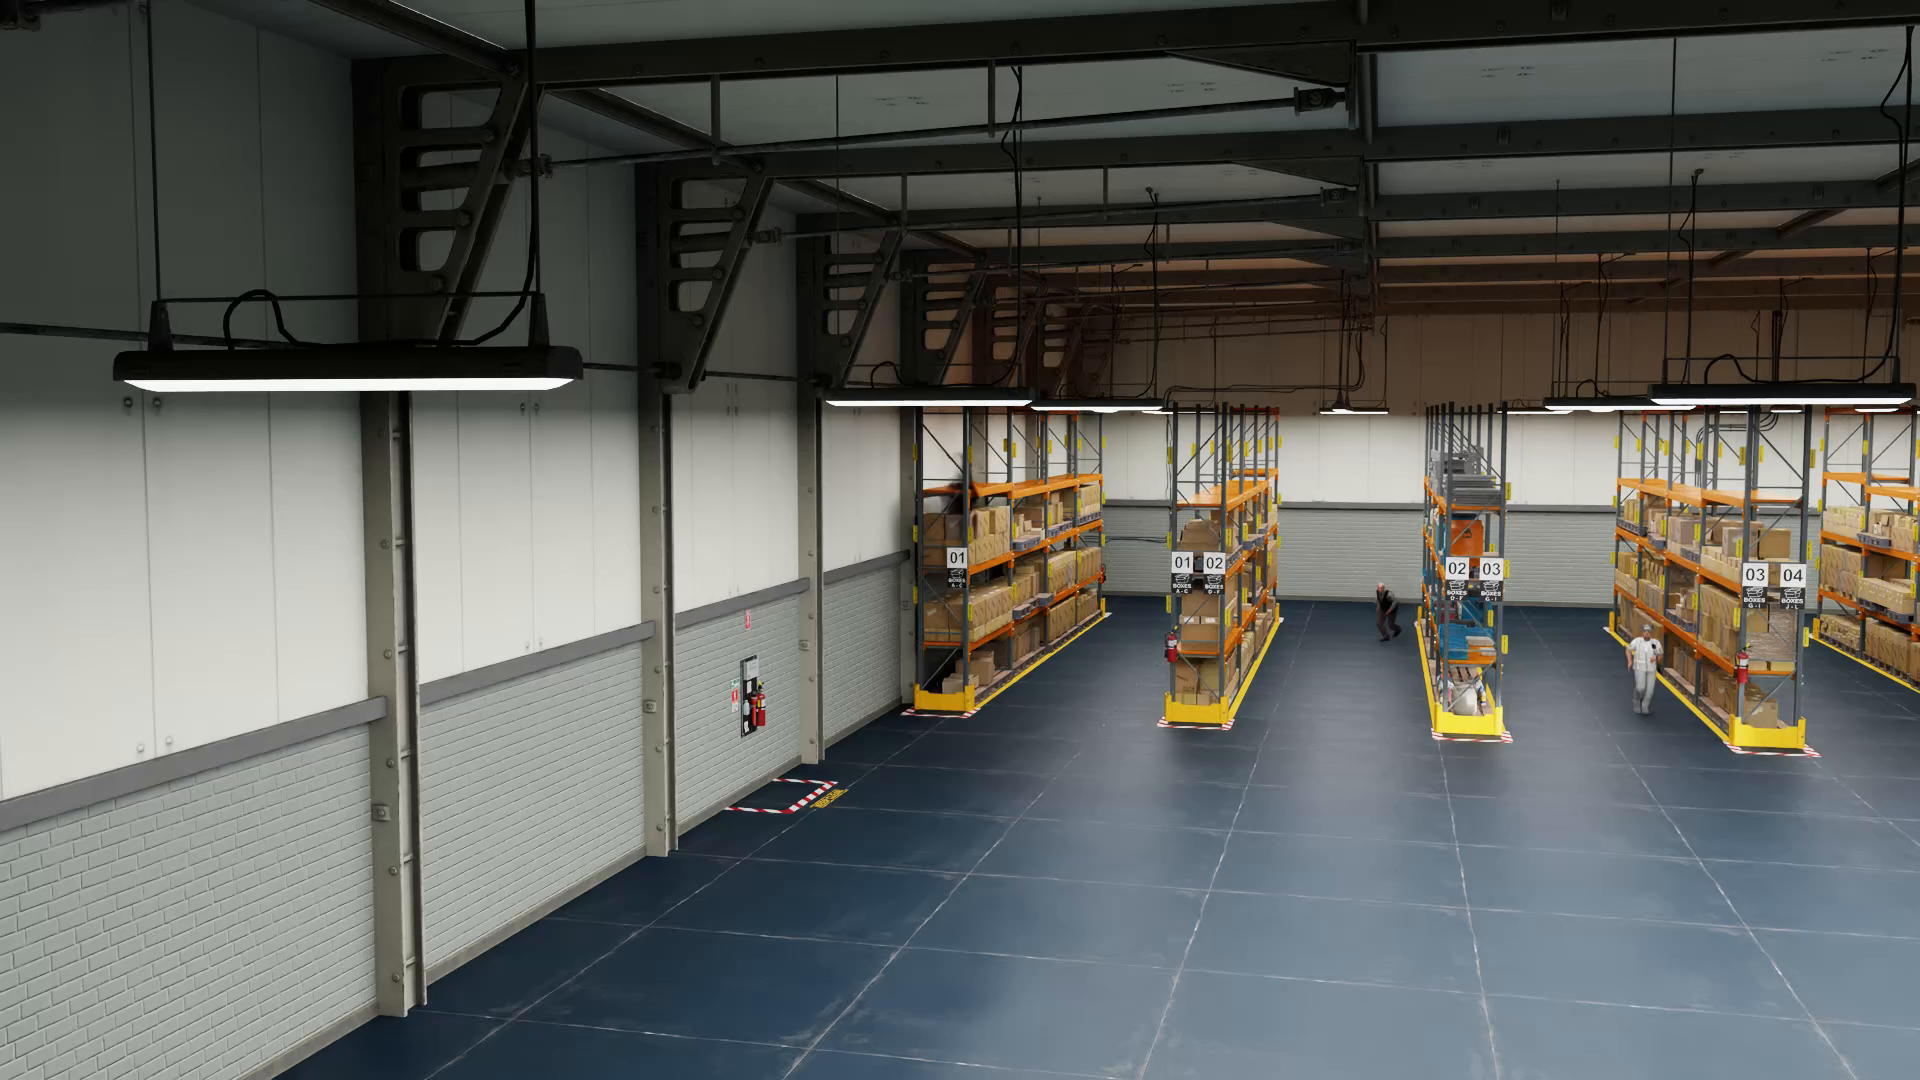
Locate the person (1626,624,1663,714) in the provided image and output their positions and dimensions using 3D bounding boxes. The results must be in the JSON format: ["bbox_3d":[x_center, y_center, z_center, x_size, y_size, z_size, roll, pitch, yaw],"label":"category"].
[{"bbox_3d":[13.165,2.482,31.927,0.632,1.754,0.659,1,4,11],"label":"person"}]

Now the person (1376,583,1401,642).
[{"bbox_3d":[10.978,1.827,42.432,1.073,1.529,0.656,-4,6,-40],"label":"person"}]
